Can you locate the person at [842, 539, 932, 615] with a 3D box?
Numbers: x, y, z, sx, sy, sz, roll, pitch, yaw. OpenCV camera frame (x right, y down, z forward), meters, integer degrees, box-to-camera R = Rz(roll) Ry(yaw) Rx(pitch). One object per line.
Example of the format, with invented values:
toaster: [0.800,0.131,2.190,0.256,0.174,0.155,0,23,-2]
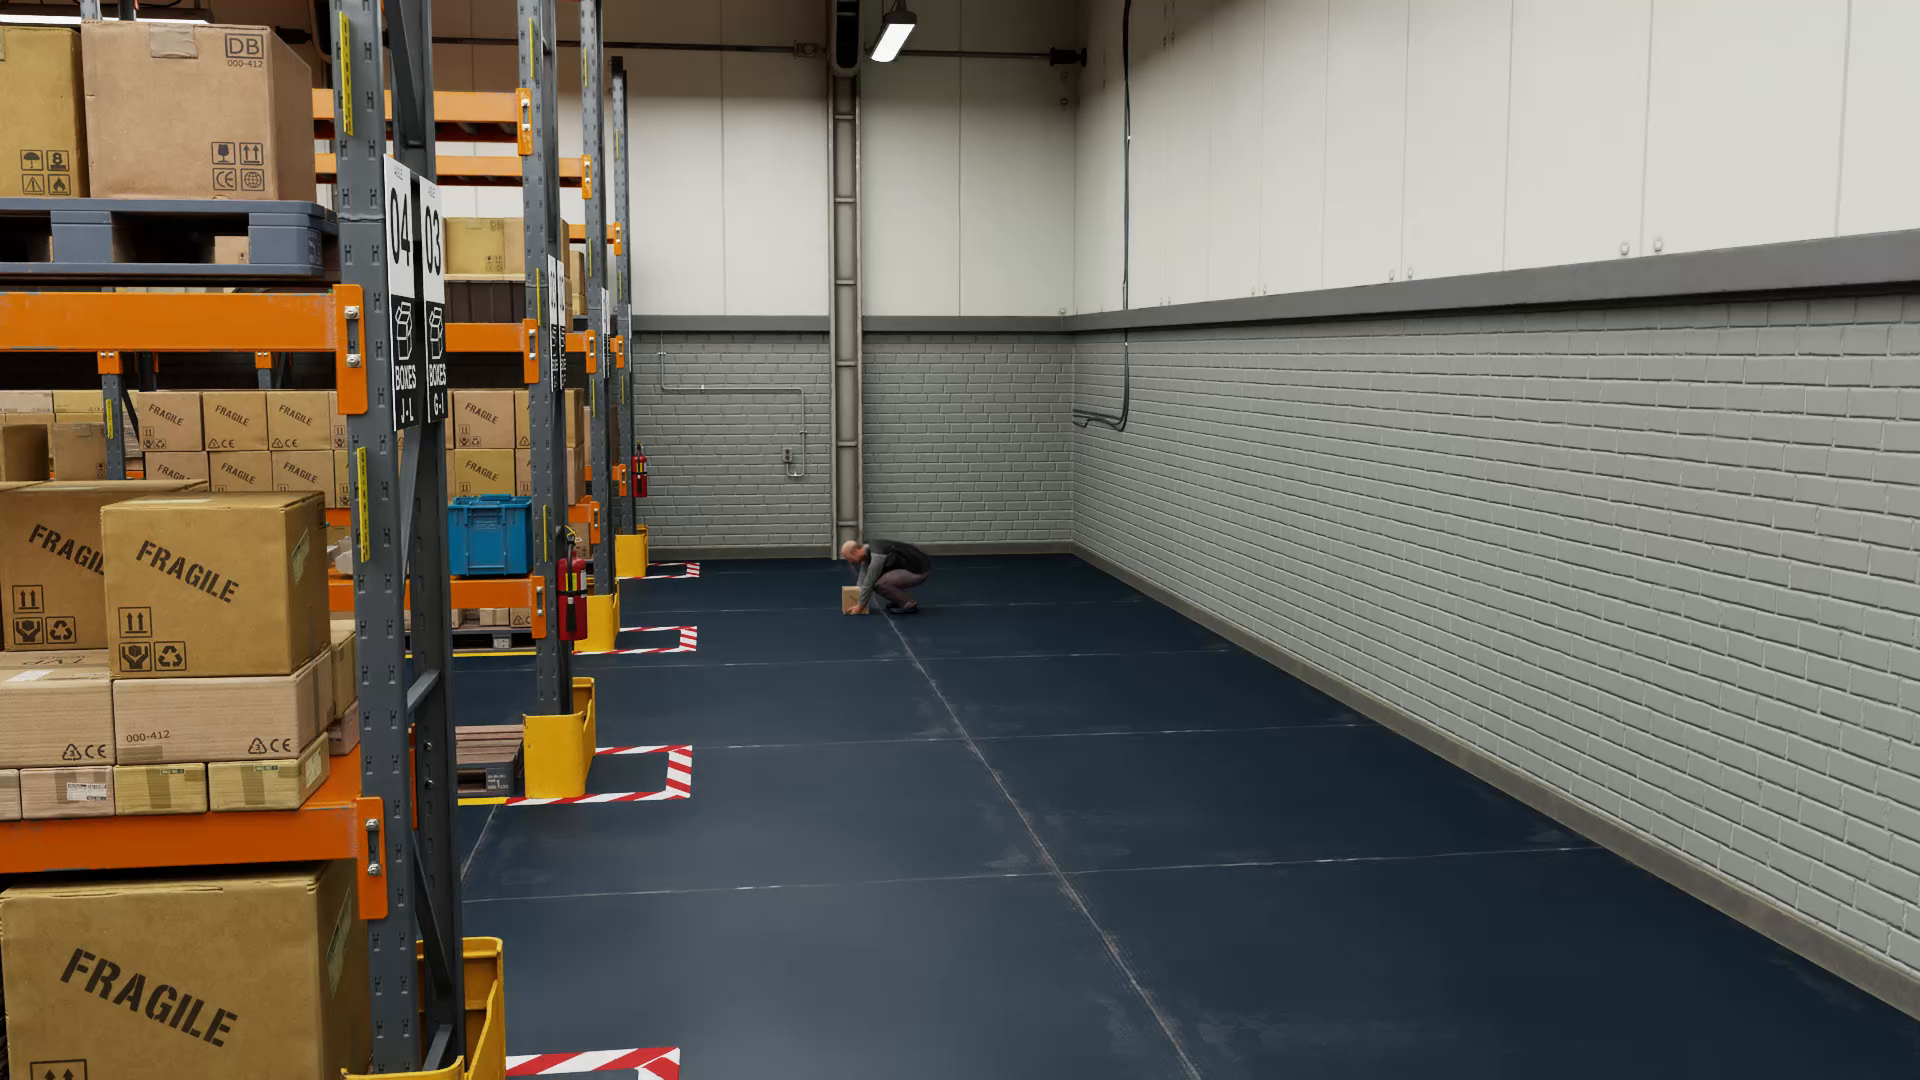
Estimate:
person: [-0.752,0.399,16.965,0.916,0.826,0.520,-1,7,-10]
